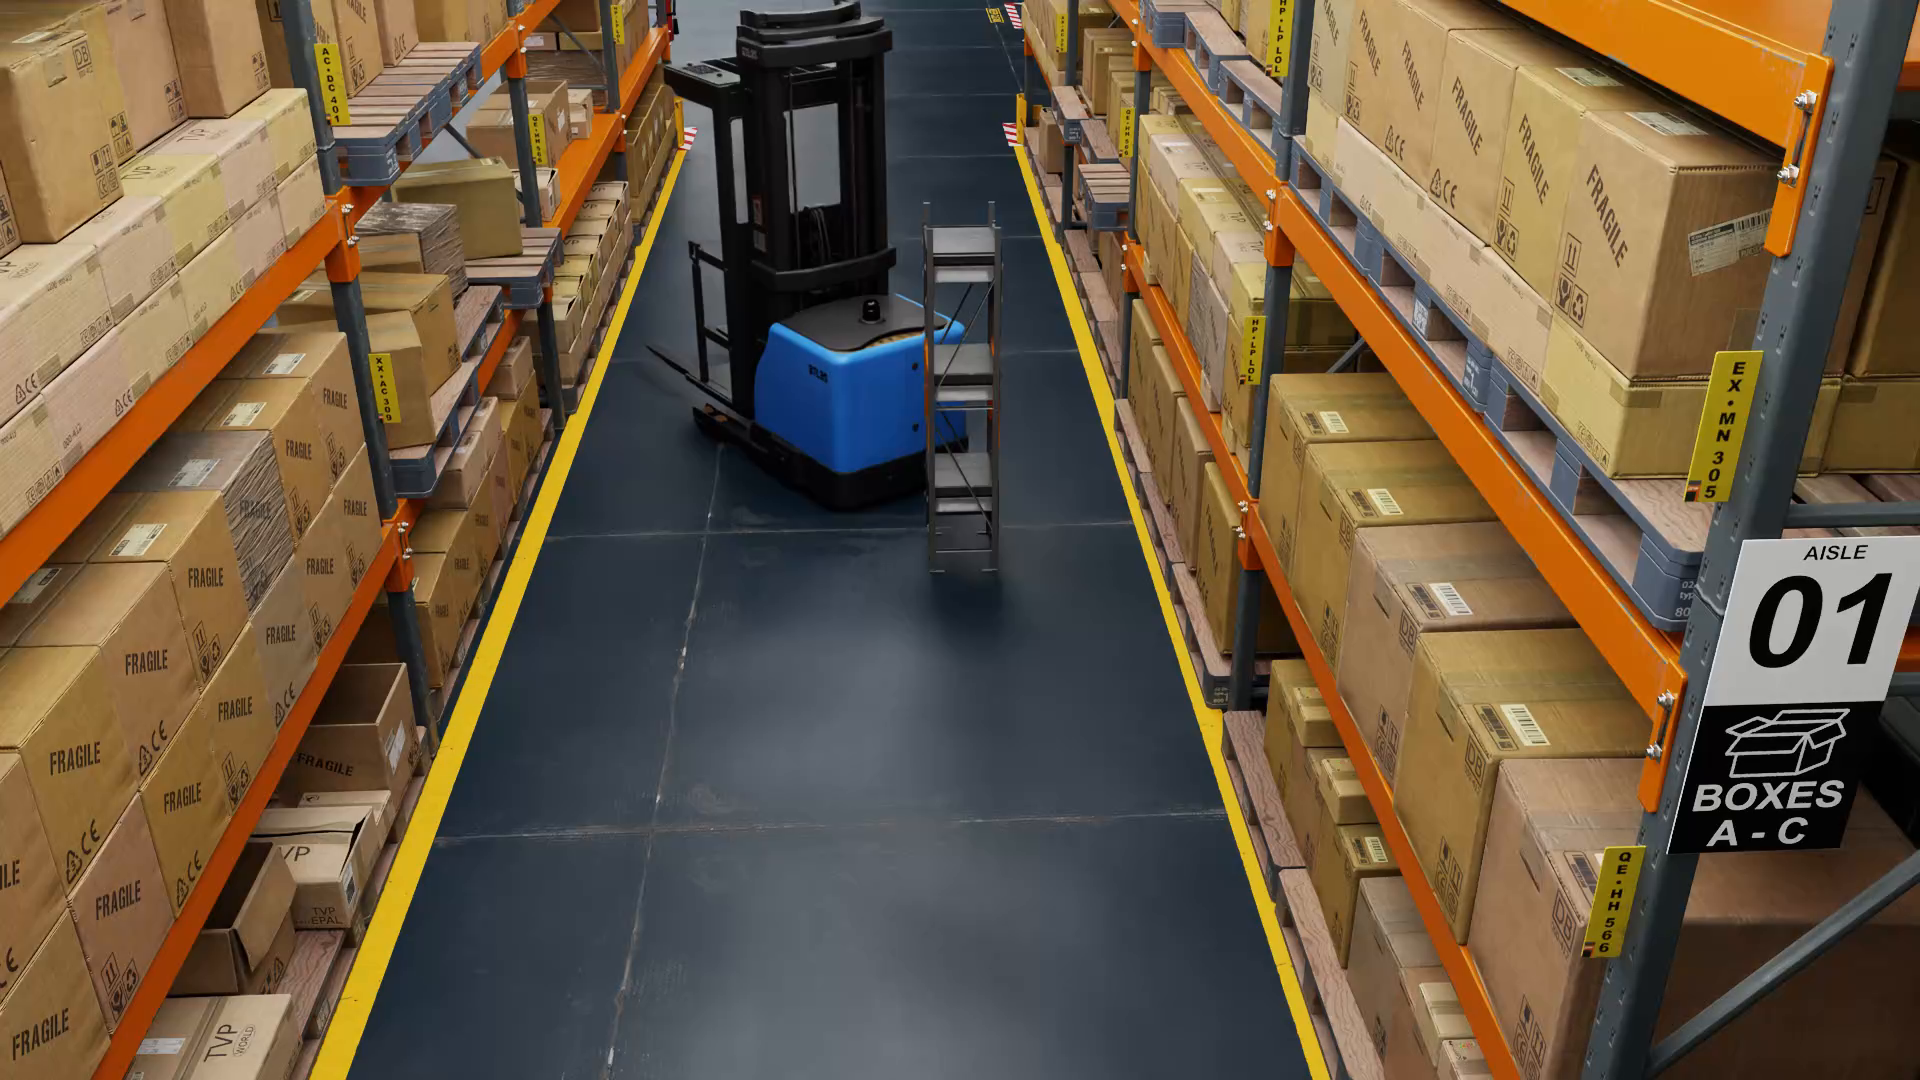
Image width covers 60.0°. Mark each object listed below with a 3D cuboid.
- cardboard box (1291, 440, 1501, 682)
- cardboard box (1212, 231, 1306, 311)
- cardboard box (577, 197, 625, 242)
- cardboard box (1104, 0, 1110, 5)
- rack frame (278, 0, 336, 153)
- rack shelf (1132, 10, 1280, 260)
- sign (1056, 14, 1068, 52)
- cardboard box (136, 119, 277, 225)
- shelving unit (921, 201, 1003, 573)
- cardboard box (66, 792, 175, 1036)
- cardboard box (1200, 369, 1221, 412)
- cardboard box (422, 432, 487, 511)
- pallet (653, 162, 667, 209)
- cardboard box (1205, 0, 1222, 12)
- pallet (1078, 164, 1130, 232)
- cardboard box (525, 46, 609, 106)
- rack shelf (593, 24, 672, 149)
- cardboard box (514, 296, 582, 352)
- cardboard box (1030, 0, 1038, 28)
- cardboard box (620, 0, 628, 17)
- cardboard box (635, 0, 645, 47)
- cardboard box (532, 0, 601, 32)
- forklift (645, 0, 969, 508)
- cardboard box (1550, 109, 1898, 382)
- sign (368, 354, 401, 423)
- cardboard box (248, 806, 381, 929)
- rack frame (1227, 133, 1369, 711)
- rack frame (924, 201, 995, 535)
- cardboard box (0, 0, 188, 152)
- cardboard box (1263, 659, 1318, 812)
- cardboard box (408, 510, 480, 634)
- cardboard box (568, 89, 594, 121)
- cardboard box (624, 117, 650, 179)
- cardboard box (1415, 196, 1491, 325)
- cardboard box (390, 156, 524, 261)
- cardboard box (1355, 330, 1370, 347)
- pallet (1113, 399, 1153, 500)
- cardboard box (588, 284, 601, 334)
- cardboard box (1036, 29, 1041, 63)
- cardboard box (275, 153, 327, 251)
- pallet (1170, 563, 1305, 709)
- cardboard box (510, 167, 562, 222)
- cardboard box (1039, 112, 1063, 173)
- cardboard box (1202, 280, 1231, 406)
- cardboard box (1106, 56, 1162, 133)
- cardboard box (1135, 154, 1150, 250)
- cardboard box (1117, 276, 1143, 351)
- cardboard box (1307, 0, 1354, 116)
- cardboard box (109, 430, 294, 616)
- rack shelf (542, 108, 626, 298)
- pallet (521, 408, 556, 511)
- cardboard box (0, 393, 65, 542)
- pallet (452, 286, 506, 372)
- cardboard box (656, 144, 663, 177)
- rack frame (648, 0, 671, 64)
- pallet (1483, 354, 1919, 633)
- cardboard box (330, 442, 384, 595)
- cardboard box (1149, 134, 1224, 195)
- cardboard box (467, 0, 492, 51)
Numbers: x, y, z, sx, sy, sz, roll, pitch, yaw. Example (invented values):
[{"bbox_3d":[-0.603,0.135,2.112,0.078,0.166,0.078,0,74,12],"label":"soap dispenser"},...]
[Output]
[{"bbox_3d":[1.903,0.066,6.556,0.980,0.700,0.700,-2,28,-4],"label":"cardboard box"},{"bbox_3d":[1.562,-1.353,8.338,0.500,0.250,0.500,-1,28,-2],"label":"cardboard box"},{"bbox_3d":[-3.165,-2.758,14.208,0.500,0.311,0.500,-1,28,-1],"label":"cardboard box"},{"bbox_3d":[1.602,-4.820,15.578,0.500,0.500,0.500,-2,28,-3],"label":"cardboard box"},{"bbox_3d":[-3.088,-2.928,6.133,1.000,3.000,0.127,-1,28,-3],"label":"rack frame"},{"bbox_3d":[1.754,-2.324,8.997,1.077,0.370,4.000,-1,28,-3],"label":"rack shelf"},{"bbox_3d":[0.900,-4.451,14.605,0.100,0.325,0.005,-1,28,-3],"label":"sign"},{"bbox_3d":[-2.769,-1.304,5.885,0.500,0.250,0.500,-1,28,-3],"label":"cardboard box"},{"bbox_3d":[0.009,-0.855,9.618,0.431,2.100,0.503,-1,28,-3],"label":"shelving unit"},{"bbox_3d":[-2.671,1.085,4.818,0.500,0.500,0.500,-2,28,-3],"label":"cardboard box"},{"bbox_3d":[1.481,-0.794,8.778,0.380,0.149,0.250,-1,28,-3],"label":"cardboard box"},{"bbox_3d":[-2.922,-0.379,9.149,0.500,0.250,0.500,-1,28,-3],"label":"cardboard box"},{"bbox_3d":[-3.572,-3.659,17.038,1.003,0.211,1.213,-1,28,-3],"label":"pallet"},{"bbox_3d":[1.813,-3.340,9.583,0.700,0.500,0.500,-3,28,-5],"label":"cardboard box"},{"bbox_3d":[1.506,-2.478,11.966,1.213,0.211,1.003,-1,28,-3],"label":"pallet"},{"bbox_3d":[-3.535,-4.212,14.974,0.700,0.500,0.500,-2,28,-4],"label":"cardboard box"},{"bbox_3d":[-3.610,-4.567,16.542,1.077,0.370,4.000,-1,28,-3],"label":"rack shelf"},{"bbox_3d":[-3.031,-1.580,11.949,0.500,0.311,0.500,0,28,-1],"label":"cardboard box"},{"bbox_3d":[0.993,-5.511,16.903,0.500,0.500,0.500,-2,28,-4],"label":"cardboard box"},{"bbox_3d":[-3.411,-5.139,16.049,0.380,0.149,0.250,-2,28,-3],"label":"cardboard box"},{"bbox_3d":[-3.671,-5.396,17.244,0.700,0.500,0.500,-1,28,-1],"label":"cardboard box"},{"bbox_3d":[-3.535,-4.787,14.674,0.700,0.500,0.500,-1,28,-2],"label":"cardboard box"},{"bbox_3d":[-1.224,-2.125,11.155,1.130,2.935,3.031,-19,33,-32],"label":"forklift"},{"bbox_3d":[1.757,-0.700,3.894,0.500,0.500,0.500,-1,28,-3],"label":"cardboard box"},{"bbox_3d":[-2.546,-0.669,7.352,0.100,0.325,0.005,-1,28,-3],"label":"sign"},{"bbox_3d":[-2.736,1.331,6.885,0.500,0.311,0.500,-1,28,-3],"label":"cardboard box"},{"bbox_3d":[1.859,-0.390,7.753,1.000,3.000,0.127,-1,28,-3],"label":"rack frame"},{"bbox_3d":[-0.004,-0.967,9.834,0.400,2.100,0.015,-1,28,-3],"label":"rack frame"},{"bbox_3d":[-3.140,-1.628,5.695,0.700,0.500,0.500,-1,28,-3],"label":"cardboard box"},{"bbox_3d":[1.795,0.880,7.567,0.700,0.500,0.500,-1,28,-2],"label":"cardboard box"},{"bbox_3d":[-2.909,0.170,8.908,0.500,0.500,0.500,-1,28,-2],"label":"cardboard box"},{"bbox_3d":[-3.436,-3.670,14.205,0.500,0.250,0.500,0,28,1],"label":"cardboard box"},{"bbox_3d":[-3.251,-3.715,15.837,0.500,0.500,0.500,-1,28,-3],"label":"cardboard box"},{"bbox_3d":[1.704,-0.849,4.990,0.500,0.250,0.500,-2,28,-4],"label":"cardboard box"},{"bbox_3d":[-3.151,-2.058,10.390,0.700,0.500,0.500,-11,29,-20],"label":"cardboard box"},{"bbox_3d":[2.095,-1.126,7.903,0.500,0.250,0.500,-1,28,-1],"label":"cardboard box"},{"bbox_3d":[1.616,-0.635,11.238,1.003,0.211,1.213,-1,28,-3],"label":"pallet"},{"bbox_3d":[-3.091,-1.804,12.984,0.500,0.250,0.500,-2,28,-4],"label":"cardboard box"},{"bbox_3d":[1.027,-4.932,16.604,0.500,0.250,0.500,-1,28,-2],"label":"cardboard box"},{"bbox_3d":[-2.797,-1.314,6.444,0.500,0.250,0.500,-1,28,-3],"label":"cardboard box"},{"bbox_3d":[1.743,0.492,9.078,1.003,0.211,1.213,-1,28,-3],"label":"pallet"},{"bbox_3d":[-3.150,-2.494,11.884,0.500,0.311,0.500,-2,28,-3],"label":"cardboard box"},{"bbox_3d":[1.197,-4.093,17.082,0.700,0.500,0.500,-3,28,-6],"label":"cardboard box"},{"bbox_3d":[1.546,-1.017,8.505,0.500,0.500,0.500,-1,28,-2],"label":"cardboard box"},{"bbox_3d":[1.521,-3.526,13.183,0.700,0.500,0.500,2,28,4],"label":"cardboard box"},{"bbox_3d":[1.420,-2.191,10.757,0.500,0.500,0.500,-1,28,-1],"label":"cardboard box"},{"bbox_3d":[1.560,-1.655,12.407,0.700,0.500,0.500,-1,28,-2],"label":"cardboard box"},{"bbox_3d":[1.616,-1.880,6.157,0.500,0.500,0.500,-2,28,-3],"label":"cardboard box"},{"bbox_3d":[-2.747,-0.059,5.931,0.500,0.500,0.500,-1,28,-2],"label":"cardboard box"},{"bbox_3d":[-3.401,-2.720,13.000,1.077,0.370,4.000,-1,28,-3],"label":"rack shelf"},{"bbox_3d":[-3.296,-0.533,11.045,1.003,0.211,1.213,-1,28,-3],"label":"pallet"},{"bbox_3d":[-2.665,-0.159,4.230,0.500,0.250,0.500,-1,28,-3],"label":"cardboard box"},{"bbox_3d":[-3.191,-1.132,9.385,1.003,0.211,1.213,-1,28,-3],"label":"pallet"},{"bbox_3d":[-3.301,-3.844,16.896,0.500,0.250,0.500,-1,28,-3],"label":"cardboard box"},{"bbox_3d":[-3.715,-5.810,18.146,1.000,3.000,0.127,-1,28,-3],"label":"rack frame"},{"bbox_3d":[2.018,-0.175,4.195,1.003,0.211,1.213,-1,28,-3],"label":"pallet"},{"bbox_3d":[-2.806,-0.088,7.067,0.500,0.500,0.500,-1,28,-2],"label":"cardboard box"},{"bbox_3d":[1.445,-2.290,10.135,0.500,0.250,0.500,-2,28,-3],"label":"cardboard box"},{"bbox_3d":[-3.214,-3.054,9.509,0.910,0.500,0.500,-1,28,-3],"label":"cardboard box"}]
